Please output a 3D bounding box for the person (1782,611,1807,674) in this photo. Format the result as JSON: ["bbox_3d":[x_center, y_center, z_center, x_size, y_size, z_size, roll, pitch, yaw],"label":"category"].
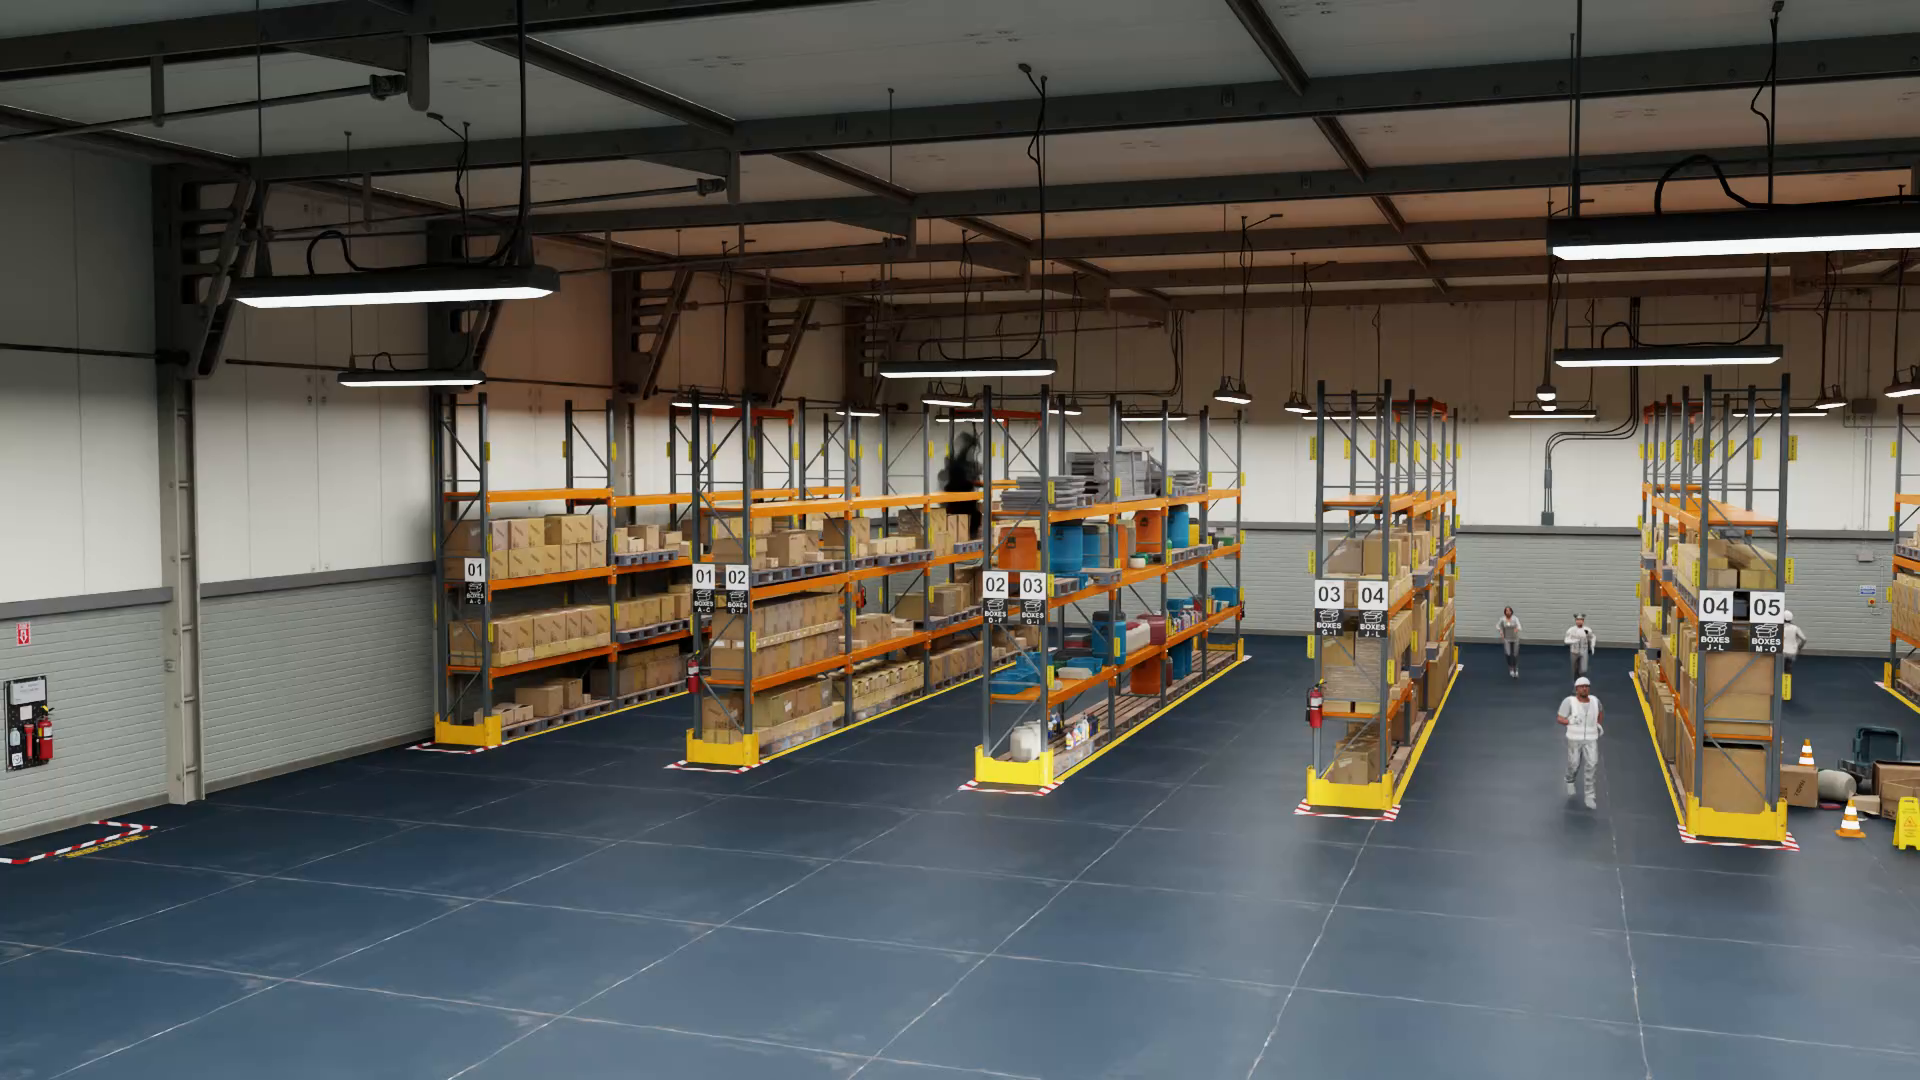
[{"bbox_3d":[16.723,2.302,33.680,0.657,1.754,0.971,1,3,11],"label":"person"}]

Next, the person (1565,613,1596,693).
[{"bbox_3d":[12.634,2.351,33.891,0.582,1.752,0.760,1,3,23],"label":"person"}]

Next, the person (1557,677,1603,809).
[{"bbox_3d":[8.785,2.824,23.480,0.684,1.774,0.954,0,3,7],"label":"person"}]

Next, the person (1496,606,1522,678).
[{"bbox_3d":[12.146,2.260,36.782,0.539,1.597,0.657,1,3,15],"label":"person"}]

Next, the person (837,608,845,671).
[{"bbox_3d":[-2.552,2.318,35.613,0.617,1.693,0.717,1,3,23],"label":"person"}]
